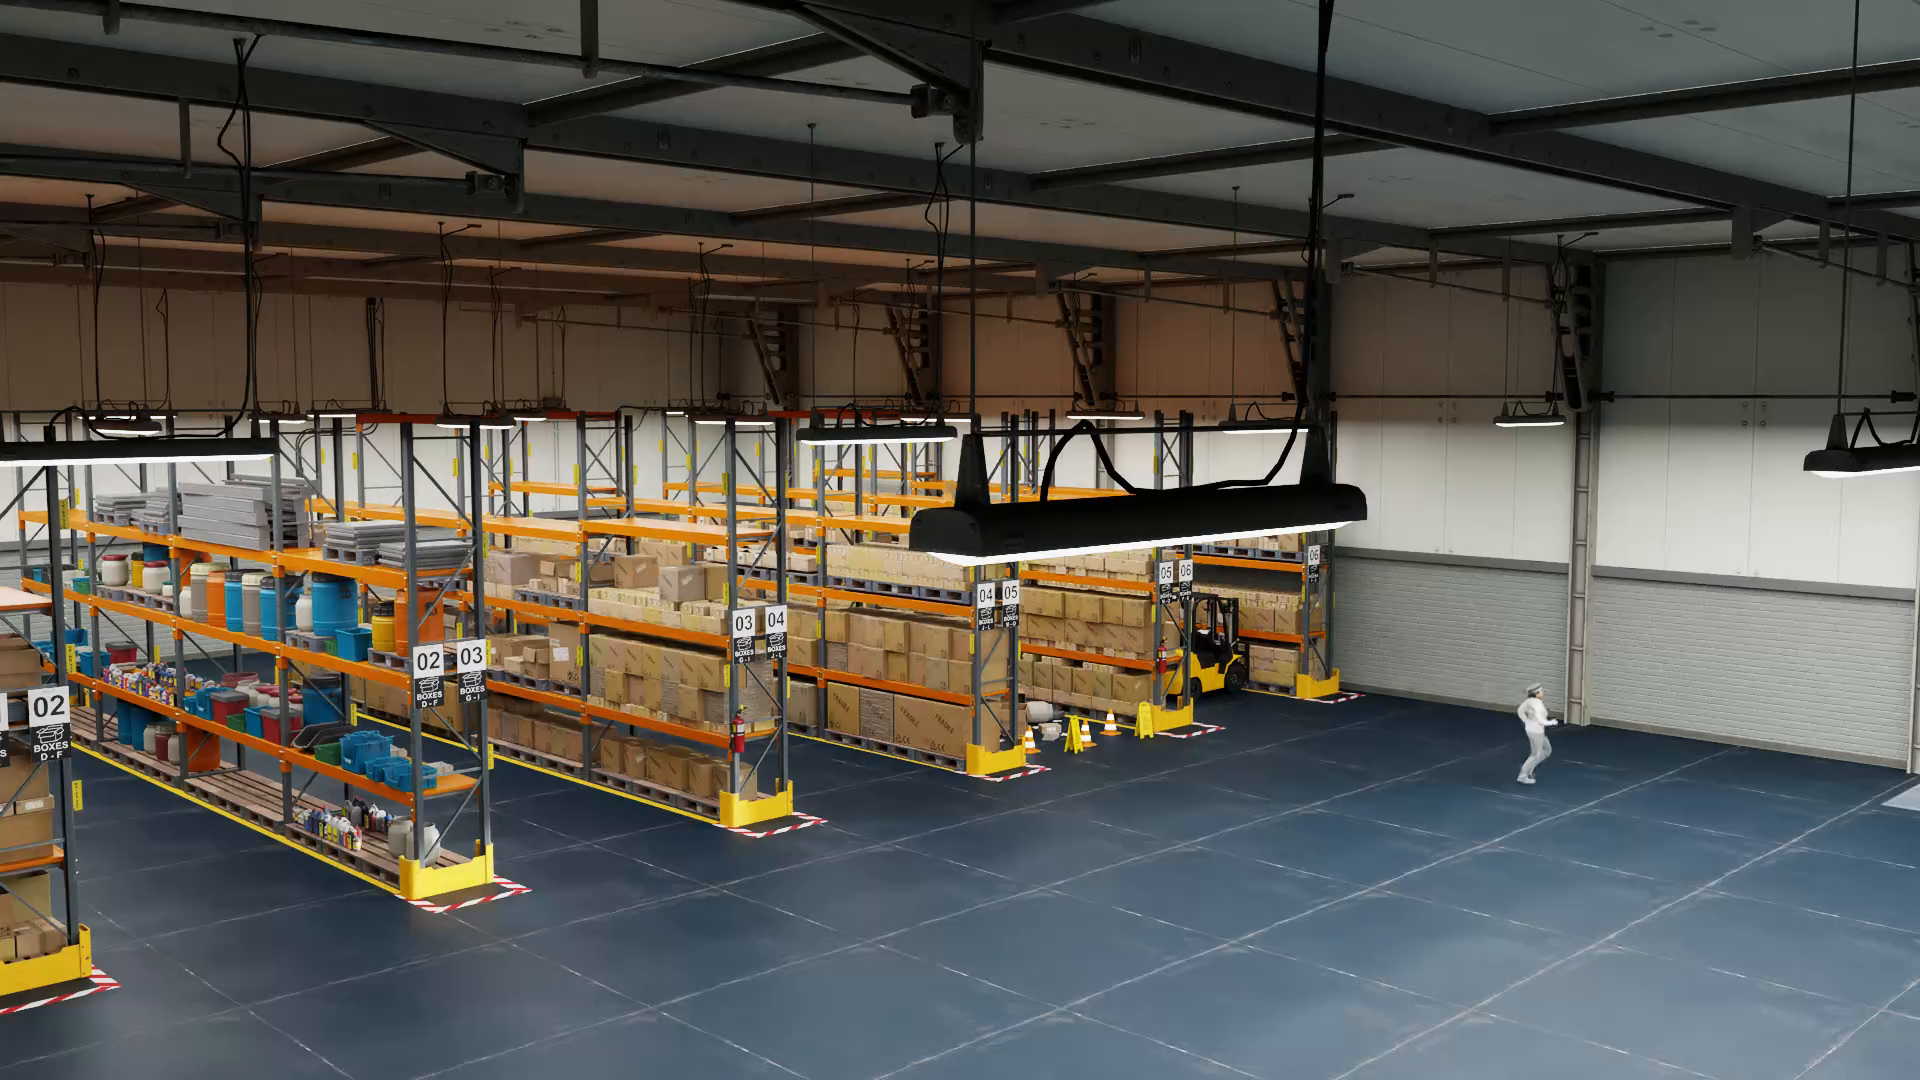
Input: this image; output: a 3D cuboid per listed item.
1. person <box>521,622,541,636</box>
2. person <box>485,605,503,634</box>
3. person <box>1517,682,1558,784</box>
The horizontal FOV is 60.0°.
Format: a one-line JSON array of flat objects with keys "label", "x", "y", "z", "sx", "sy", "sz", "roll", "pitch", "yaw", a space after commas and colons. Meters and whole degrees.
[{"label": "person", "x": -10.651, "y": 1.888, "z": 41.279, "sx": 0.665, "sy": 1.728, "sz": 0.719, "roll": 5, "pitch": 7, "yaw": 44}, {"label": "person", "x": -11.248, "y": 1.962, "z": 40.172, "sx": 0.673, "sy": 1.813, "sz": 0.843, "roll": 4, "pitch": 6, "yaw": 37}, {"label": "person", "x": 9.410, "y": 3.136, "z": 27.085, "sx": 0.619, "sy": 1.660, "sz": 0.590, "roll": 1, "pitch": 5, "yaw": 7}]
